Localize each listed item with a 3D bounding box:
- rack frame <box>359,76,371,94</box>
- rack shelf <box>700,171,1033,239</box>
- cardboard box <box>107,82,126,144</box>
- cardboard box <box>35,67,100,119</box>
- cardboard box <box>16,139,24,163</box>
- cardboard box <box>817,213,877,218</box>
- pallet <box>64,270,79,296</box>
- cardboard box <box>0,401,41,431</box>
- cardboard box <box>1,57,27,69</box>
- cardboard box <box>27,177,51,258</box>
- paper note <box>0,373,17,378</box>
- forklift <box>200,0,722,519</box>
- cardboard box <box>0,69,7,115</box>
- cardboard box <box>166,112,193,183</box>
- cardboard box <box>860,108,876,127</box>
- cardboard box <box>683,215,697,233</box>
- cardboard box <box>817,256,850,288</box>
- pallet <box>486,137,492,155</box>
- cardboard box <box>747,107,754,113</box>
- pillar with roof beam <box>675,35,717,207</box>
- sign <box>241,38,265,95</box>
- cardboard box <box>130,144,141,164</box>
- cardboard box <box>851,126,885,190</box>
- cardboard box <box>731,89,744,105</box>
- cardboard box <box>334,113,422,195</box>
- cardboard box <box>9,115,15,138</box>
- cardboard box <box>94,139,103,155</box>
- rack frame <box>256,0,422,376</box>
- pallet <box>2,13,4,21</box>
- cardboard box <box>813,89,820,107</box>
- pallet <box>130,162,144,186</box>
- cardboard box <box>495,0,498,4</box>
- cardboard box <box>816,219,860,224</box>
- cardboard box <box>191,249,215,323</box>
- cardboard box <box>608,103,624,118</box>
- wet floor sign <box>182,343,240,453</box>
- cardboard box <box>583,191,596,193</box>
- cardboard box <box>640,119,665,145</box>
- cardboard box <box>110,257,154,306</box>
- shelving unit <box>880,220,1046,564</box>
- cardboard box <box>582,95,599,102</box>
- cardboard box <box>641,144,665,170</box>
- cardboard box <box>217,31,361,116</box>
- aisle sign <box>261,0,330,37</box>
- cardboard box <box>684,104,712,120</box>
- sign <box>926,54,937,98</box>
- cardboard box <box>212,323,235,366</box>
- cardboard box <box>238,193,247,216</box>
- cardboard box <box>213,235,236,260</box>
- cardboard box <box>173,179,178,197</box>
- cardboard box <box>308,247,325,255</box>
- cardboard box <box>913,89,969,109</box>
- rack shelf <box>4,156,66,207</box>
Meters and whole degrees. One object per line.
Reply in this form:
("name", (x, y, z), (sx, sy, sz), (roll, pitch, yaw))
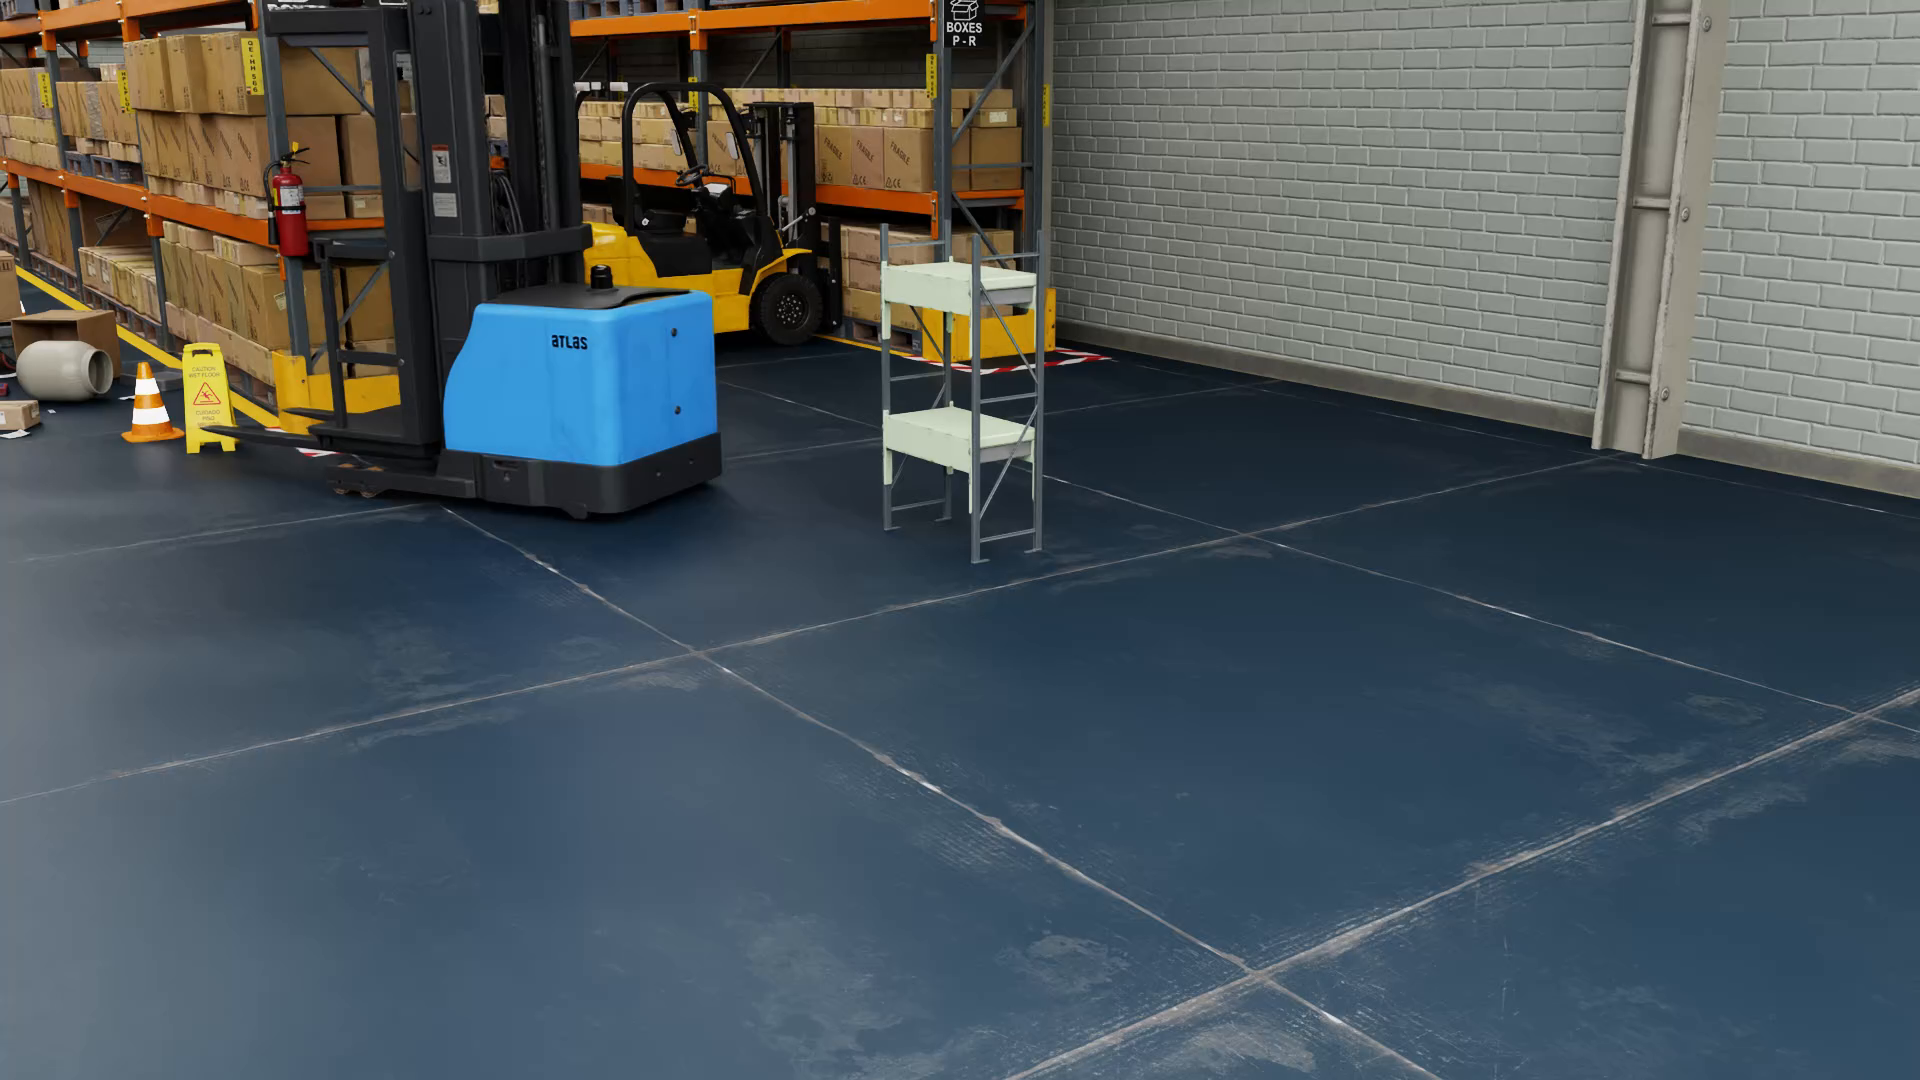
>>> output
("rack frame", (-9.176, -6.398, 25.769), (1.000, 3.000, 0.127), (-11, 19, -35))
("rack shelf", (-0.944, -3.061, 14.942), (1.077, 0.370, 4.000), (-11, 19, -35))
("cardboard box", (-6.883, -3.627, 14.098), (0.500, 0.500, 0.500), (-11, 19, -34))
("cardboard box", (-9.000, -4.519, 16.820), (0.500, 0.500, 0.500), (-11, 19, -36))
("cardboard box", (-10.198, -4.343, 18.546), (0.500, 0.250, 0.500), (-11, 19, -35))
("cardboard box", (-1.078, -2.903, 15.519), (0.500, 0.250, 0.500), (-11, 19, -34))
("pallet", (-8.887, -2.753, 17.736), (1.003, 0.211, 1.213), (-11, 19, -35))
("cardboard box", (-6.185, -0.801, 10.721), (0.380, 0.149, 0.250), (-2, 15, -6))
("cardboard box", (-11.275, -5.632, 19.660), (0.380, 0.149, 0.250), (-11, 19, -36))
("cardboard box", (-10.408, -3.830, 19.617), (0.875, 0.875, 0.875), (-10, 18, -33))
("paper note", (-7.201, -1.254, 12.600), (0.148, 0.019, 0.142), (-11, 19, -35))
("forklift", (-2.865, -1.757, 8.945), (3.031, 2.935, 1.130), (7, 17, 24))
("cardboard box", (-10.811, -5.164, 19.179), (0.500, 0.500, 0.500), (-11, 19, -34))
("cardboard box", (-5.501, -2.906, 12.258), (0.500, 0.500, 0.500), (-11, 19, -35))
("cardboard box", (-0.613, -3.542, 13.919), (0.380, 0.149, 0.250), (-11, 19, -35))
("cardboard box", (-2.436, -3.002, 17.066), (0.875, 0.625, 0.625), (-10, 18, -32))
("cardboard box", (-0.914, -2.370, 14.519), (0.500, 0.250, 0.500), (-11, 19, -36))
("pallet", (-5.619, -5.011, 21.068), (1.003, 0.211, 1.213), (-11, 19, -35))
("cardboard box", (-1.731, -3.917, 15.287), (0.380, 0.149, 0.250), (-10, 18, -33))
("pillar with roof beam", (-6.459, -6.776, 15.788), (9.100, 9.000, 0.400), (-11, 19, -35))
("sign", (-4.242, -2.839, 9.975), (0.100, 0.325, 0.005), (-11, 19, -35))
("cardboard box", (-6.659, -3.212, 13.812), (0.380, 0.149, 0.250), (-11, 19, -34))
("cardboard box", (-0.568, -3.206, 13.918), (0.500, 0.500, 0.500), (-10, 18, -33))
("cardboard box", (-1.932, -4.187, 15.709), (0.380, 0.149, 0.250), (-11, 19, -34))
("cardboard box", (-3.835, -2.546, 10.943), (0.500, 0.500, 0.500), (-11, 19, -35))
("cardboard box", (-10.477, -4.696, 18.890), (0.500, 0.250, 0.500), (-11, 18, -34))
("cardboard box", (-7.832, -3.669, 15.479), (0.380, 0.149, 0.250), (-10, 18, -31))
("rack frame", (-3.781, -2.210, 10.468), (1.000, 3.000, 0.127), (-11, 19, -35))
("pallet", (-12.023, -6.613, 21.042), (1.003, 0.211, 1.213), (-11, 19, -35))
("cardboard box", (-1.056, -3.856, 14.502), (0.380, 0.149, 0.250), (-11, 19, -34))
("pallet", (-6.465, -3.157, 14.293), (1.003, 0.211, 1.213), (-11, 19, -35))
("cardboard box", (-5.327, -6.459, 19.841), (0.380, 0.149, 0.250), (-11, 19, -35))
("cardboard box", (-1.193, -2.713, 14.827), (0.500, 0.250, 0.500), (-11, 19, -36))
("cardboard box", (-5.377, -1.911, 12.368), (0.500, 0.500, 0.500), (-10, 18, -32))
("cardboard box", (-3.494, -4.548, 17.592), (0.380, 0.149, 0.250), (-11, 19, -36))
("wet floor sign", (-4.535, -0.868, 10.024), (0.267, 0.644, 0.232), (-4, 16, -15))
("cardboard box", (-4.661, -4.220, 20.523), (0.380, 0.149, 0.250), (-10, 18, -33))
("cardboard box", (-2.924, -4.178, 16.996), (0.500, 0.250, 0.500), (-11, 19, -36))
("cardboard box", (-7.279, -2.412, 15.389), (0.950, 0.372, 0.625), (-10, 18, -33))
("shelving unit", (0.004, -0.722, 7.873), (0.431, 1.500, 0.755), (-11, 19, -35))
("cardboard box", (-4.648, -5.074, 19.949), (0.500, 0.500, 0.500), (-10, 18, -32))
("cardboard box", (-2.928, -3.936, 17.061), (0.500, 0.250, 0.500), (-11, 19, -35))
("cardboard box", (-4.258, -2.959, 10.559), (0.700, 0.500, 0.500), (-11, 19, -36))
("aisle sign", (-3.979, -3.406, 9.912), (0.394, 0.787, 0.004), (-11, 19, -35))
("cardboard box", (-2.501, -4.235, 16.449), (0.380, 0.149, 0.250), (-10, 18, -33))
("sign", (-0.215, -3.573, 12.805), (0.100, 0.325, 0.005), (-11, 19, -35))
("cardboard box", (-5.084, -1.440, 12.068), (0.500, 0.250, 0.500), (-12, 19, -37))
("cardboard box", (-4.546, -2.230, 11.019), (0.380, 0.149, 0.250), (-11, 19, -35))
("cardboard box", (-5.032, -2.070, 11.721), (0.380, 0.149, 0.250), (-10, 18, -32))
("cardboard box", (-5.836, -2.728, 12.837), (0.380, 0.149, 0.250), (-11, 19, -35))
("cardboard box", (-4.645, -1.887, 12.283), (0.500, 0.500, 0.500), (-10, 18, -33))
("cardboard box", (-0.149, -3.530, 13.308), (0.380, 0.149, 0.250), (-11, 19, -34))
("rack shelf", (-9.661, -3.998, 18.365), (1.077, 0.370, 4.000), (-11, 19, -35))
